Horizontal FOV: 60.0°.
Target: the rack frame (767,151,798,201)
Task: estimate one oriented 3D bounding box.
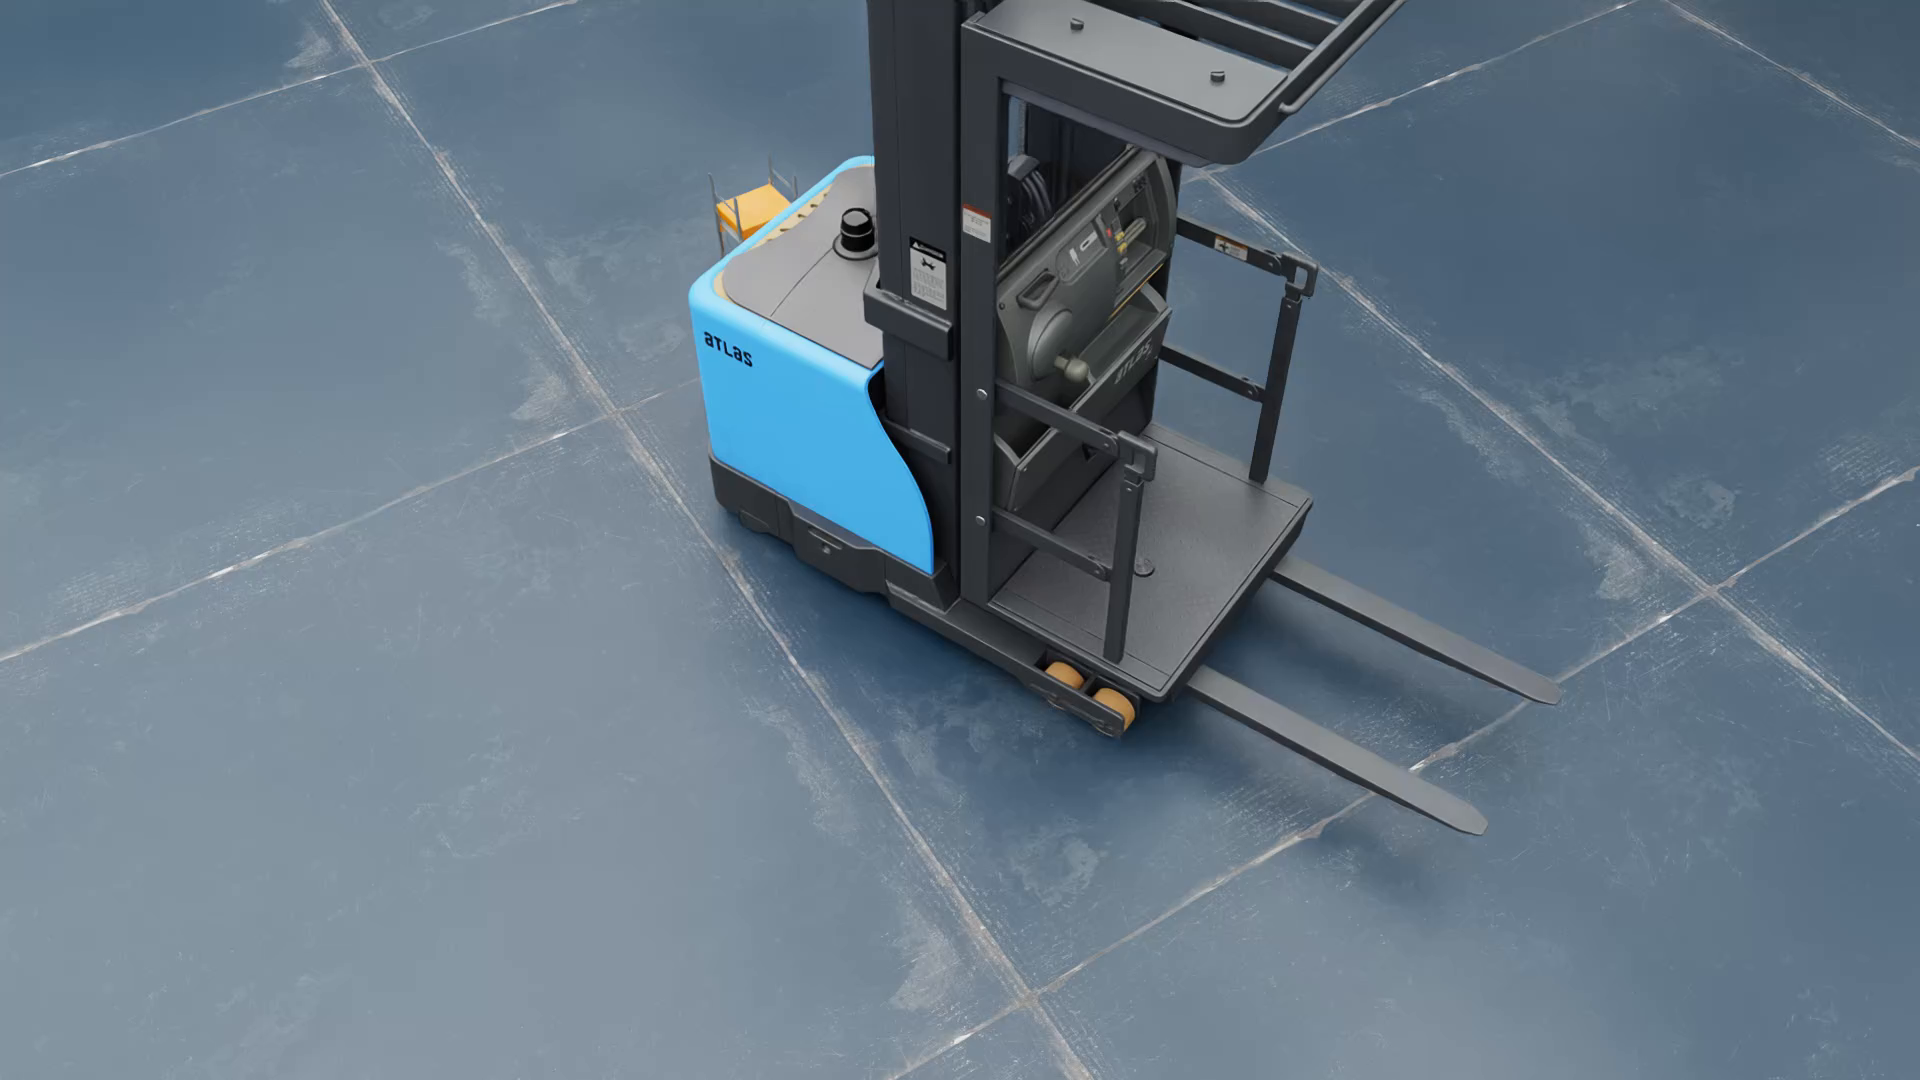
[{"bbox_3d":[-0.640,-1.010,6.439,0.008,1.050,0.200,-27,51,-23],"label":"rack frame"}]

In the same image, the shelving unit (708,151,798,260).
[{"bbox_3d":[-0.740,-0.958,6.393,0.252,1.050,0.215,-27,51,-23],"label":"shelving unit"}]

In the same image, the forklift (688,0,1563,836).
[{"bbox_3d":[0.566,-0.766,4.969,3.031,2.935,1.130,28,54,22],"label":"forklift"}]

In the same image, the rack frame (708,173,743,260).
[{"bbox_3d":[-0.840,-0.906,6.346,0.008,1.050,0.200,-27,51,-23],"label":"rack frame"}]

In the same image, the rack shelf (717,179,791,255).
[{"bbox_3d":[-0.747,-1.148,6.196,0.240,0.259,0.215,-27,51,-23],"label":"rack shelf"}]
